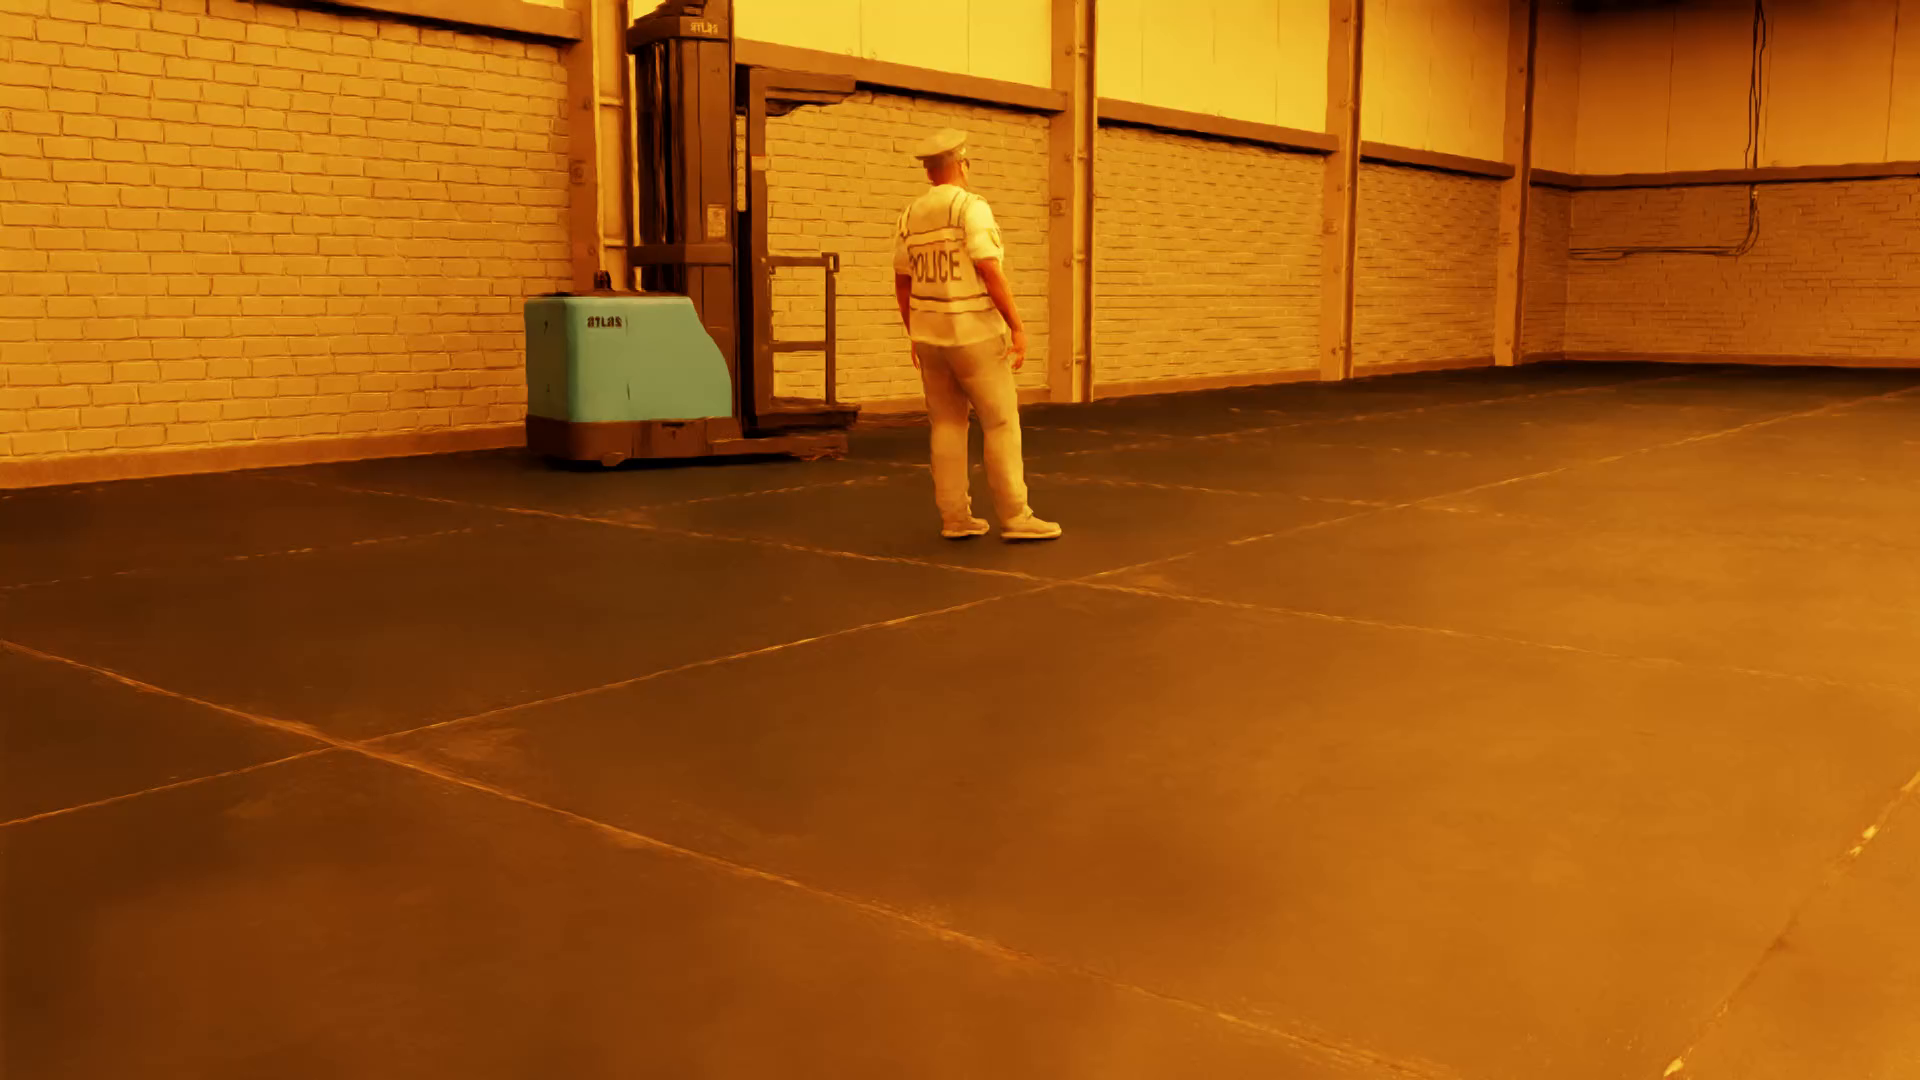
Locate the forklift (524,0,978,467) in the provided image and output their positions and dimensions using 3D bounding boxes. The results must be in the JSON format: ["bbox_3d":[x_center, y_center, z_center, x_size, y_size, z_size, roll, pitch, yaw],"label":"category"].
[{"bbox_3d":[-1.338,-2.035,11.185,3.031,2.935,1.130,-5,10,-31],"label":"forklift"}]

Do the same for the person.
[{"bbox_3d":[0.058,-0.897,7.327,0.640,1.781,0.574,7,11,38],"label":"person"}]
